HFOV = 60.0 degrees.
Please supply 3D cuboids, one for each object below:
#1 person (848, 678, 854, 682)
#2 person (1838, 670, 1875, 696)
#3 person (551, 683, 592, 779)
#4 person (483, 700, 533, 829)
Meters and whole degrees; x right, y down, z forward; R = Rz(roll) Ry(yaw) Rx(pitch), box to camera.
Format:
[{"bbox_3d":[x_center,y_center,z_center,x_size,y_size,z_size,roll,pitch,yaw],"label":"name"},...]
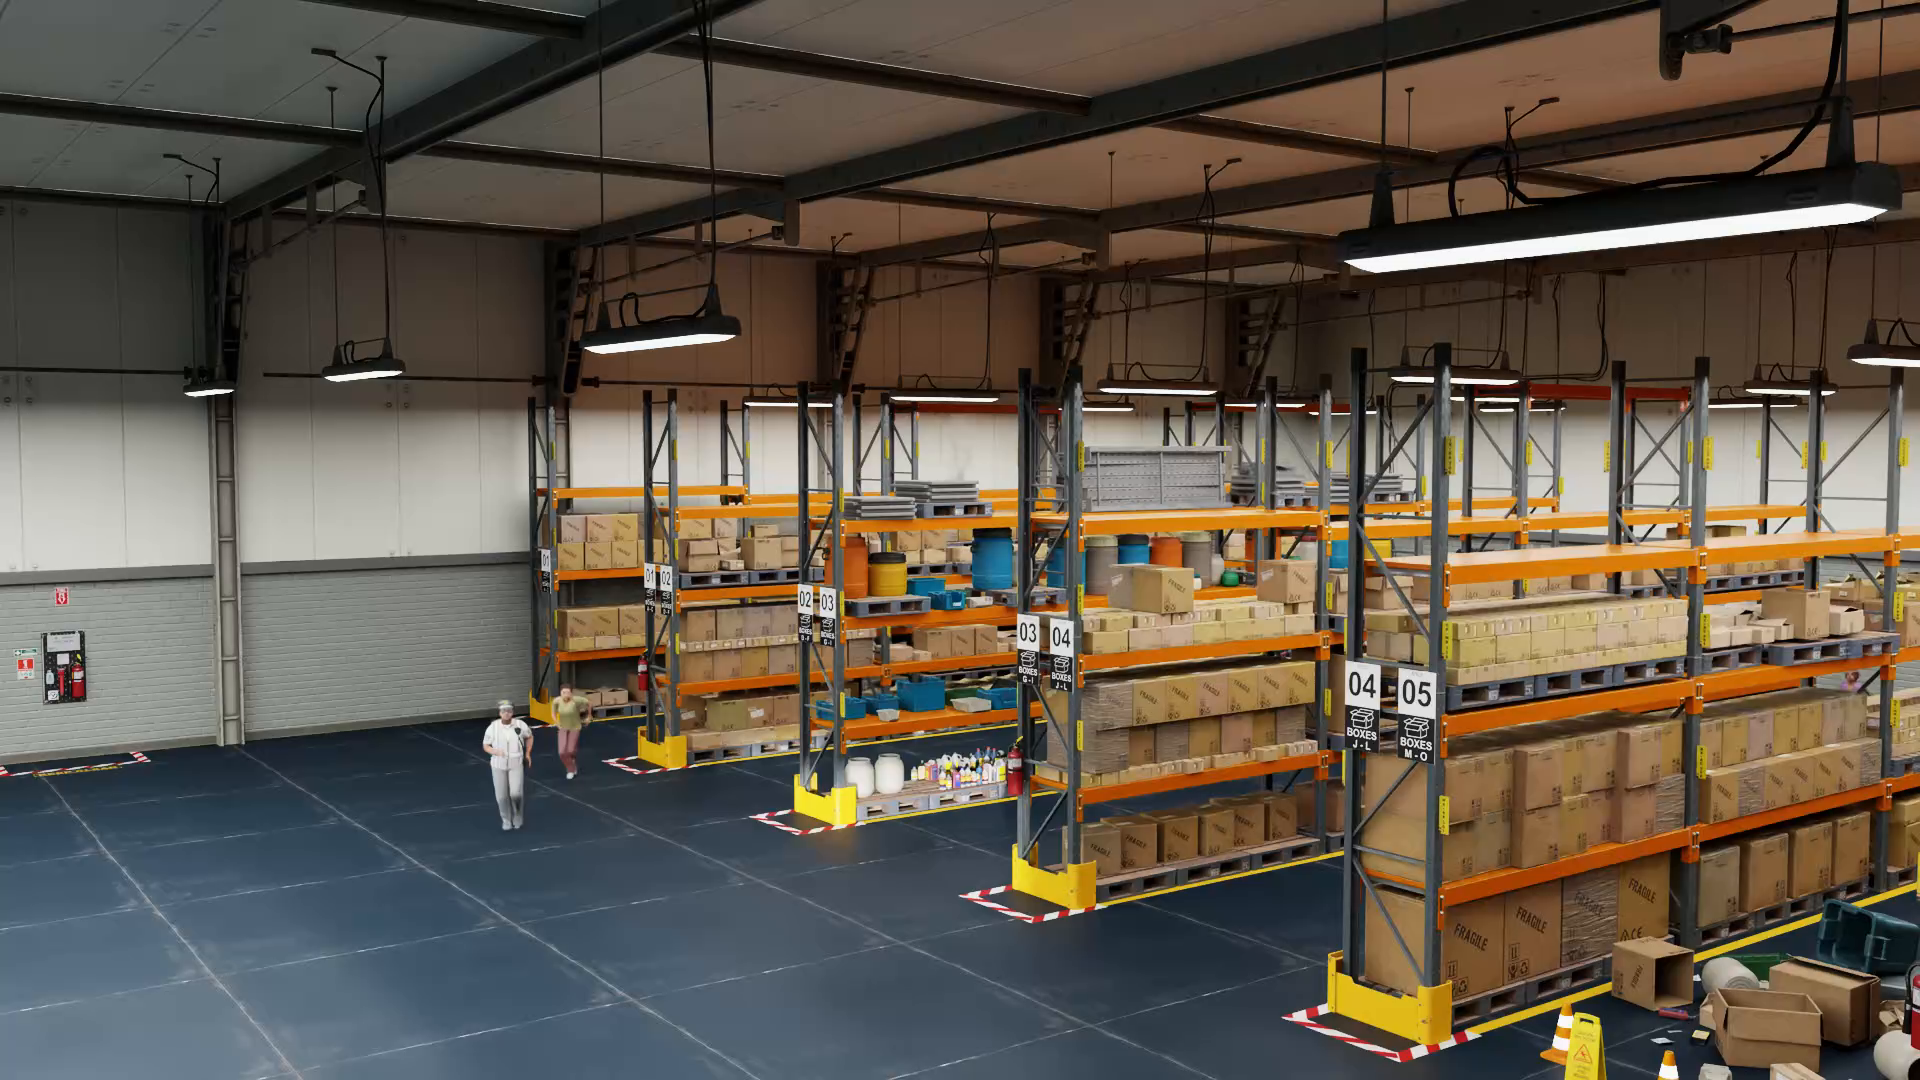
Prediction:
[{"bbox_3d":[-2.187,2.432,32.019,0.579,1.730,0.713,3,5,43],"label":"person"},{"bbox_3d":[14.125,2.811,26.323,0.625,1.577,0.525,-3,4,-38],"label":"person"},{"bbox_3d":[-5.949,2.912,25.489,0.593,1.512,0.789,0,3,-3],"label":"person"},{"bbox_3d":[-5.974,2.980,22.000,0.640,1.742,0.636,-1,3,-13],"label":"person"}]
